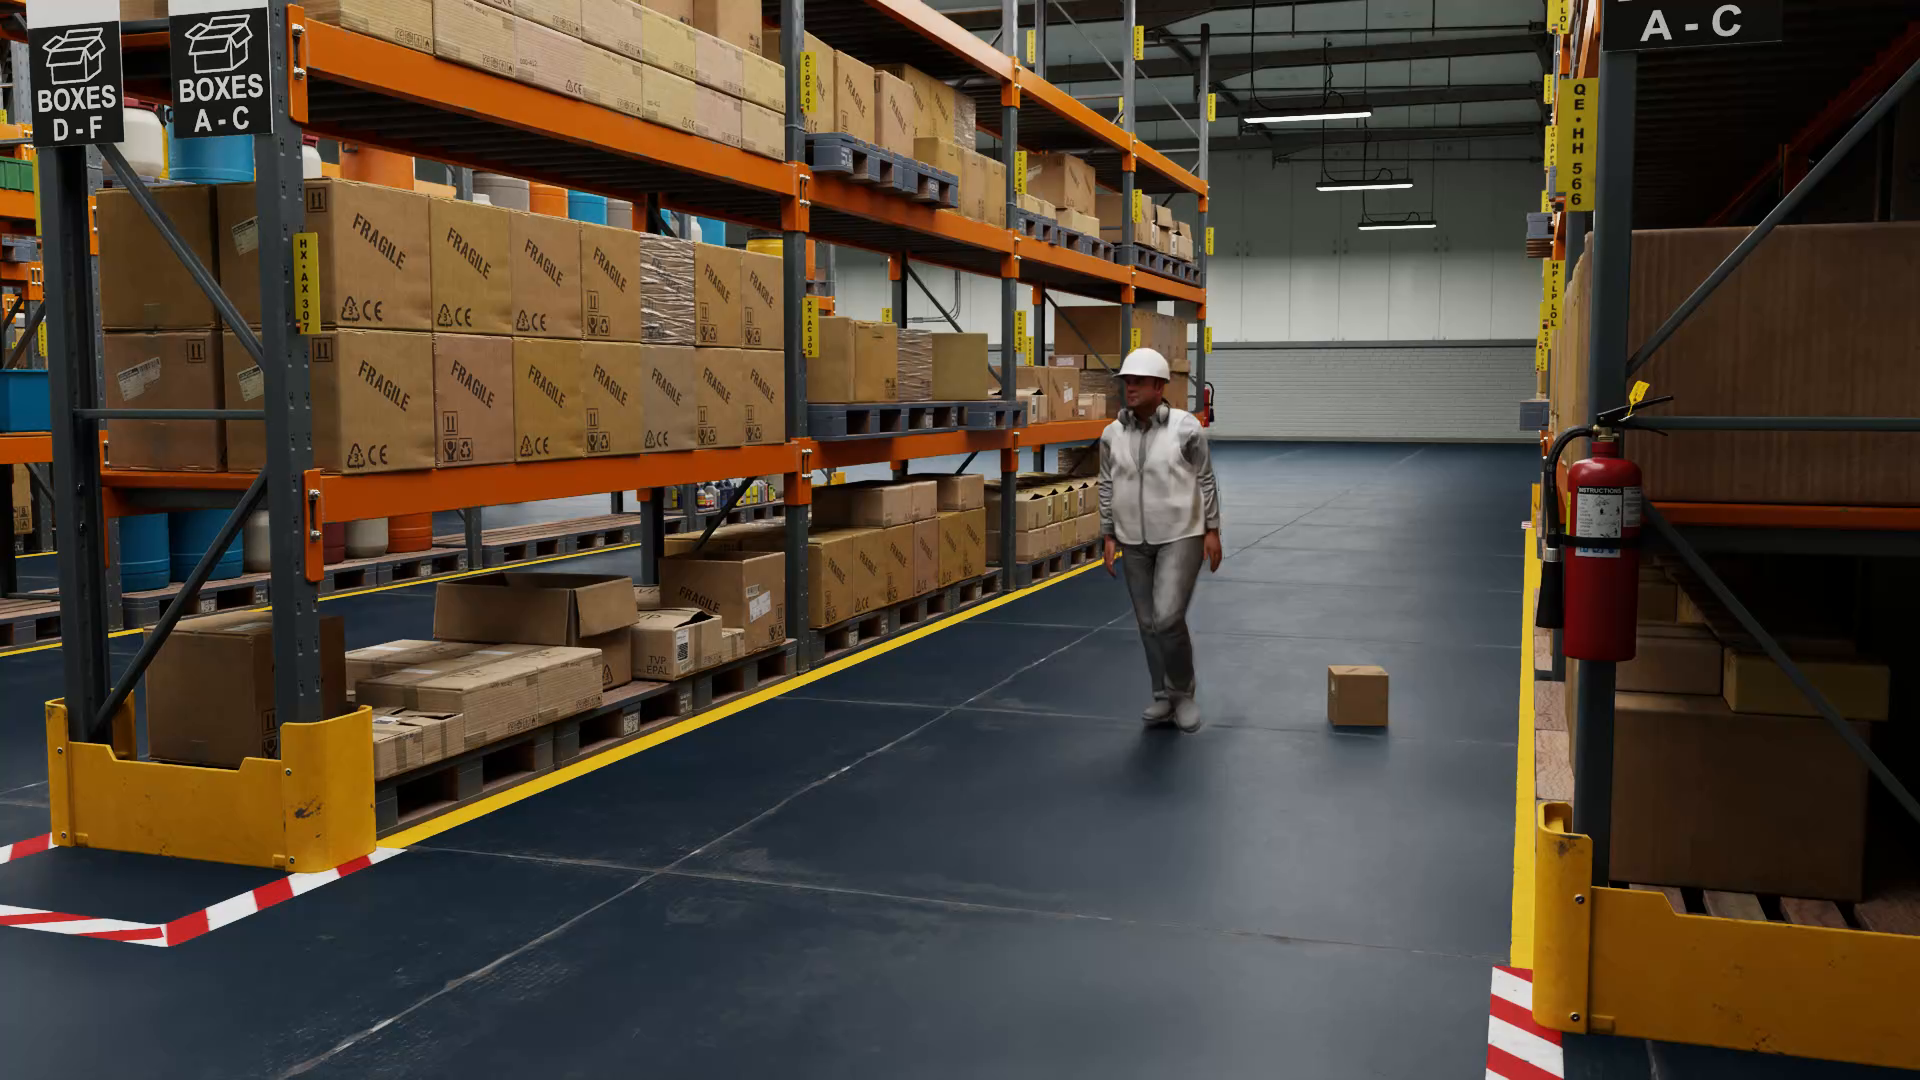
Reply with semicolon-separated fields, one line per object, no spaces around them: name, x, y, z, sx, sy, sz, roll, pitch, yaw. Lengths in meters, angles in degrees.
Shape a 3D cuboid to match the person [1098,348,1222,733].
person;0.917;-0.011;7.762;0.564;1.756;0.535;3;6;33
